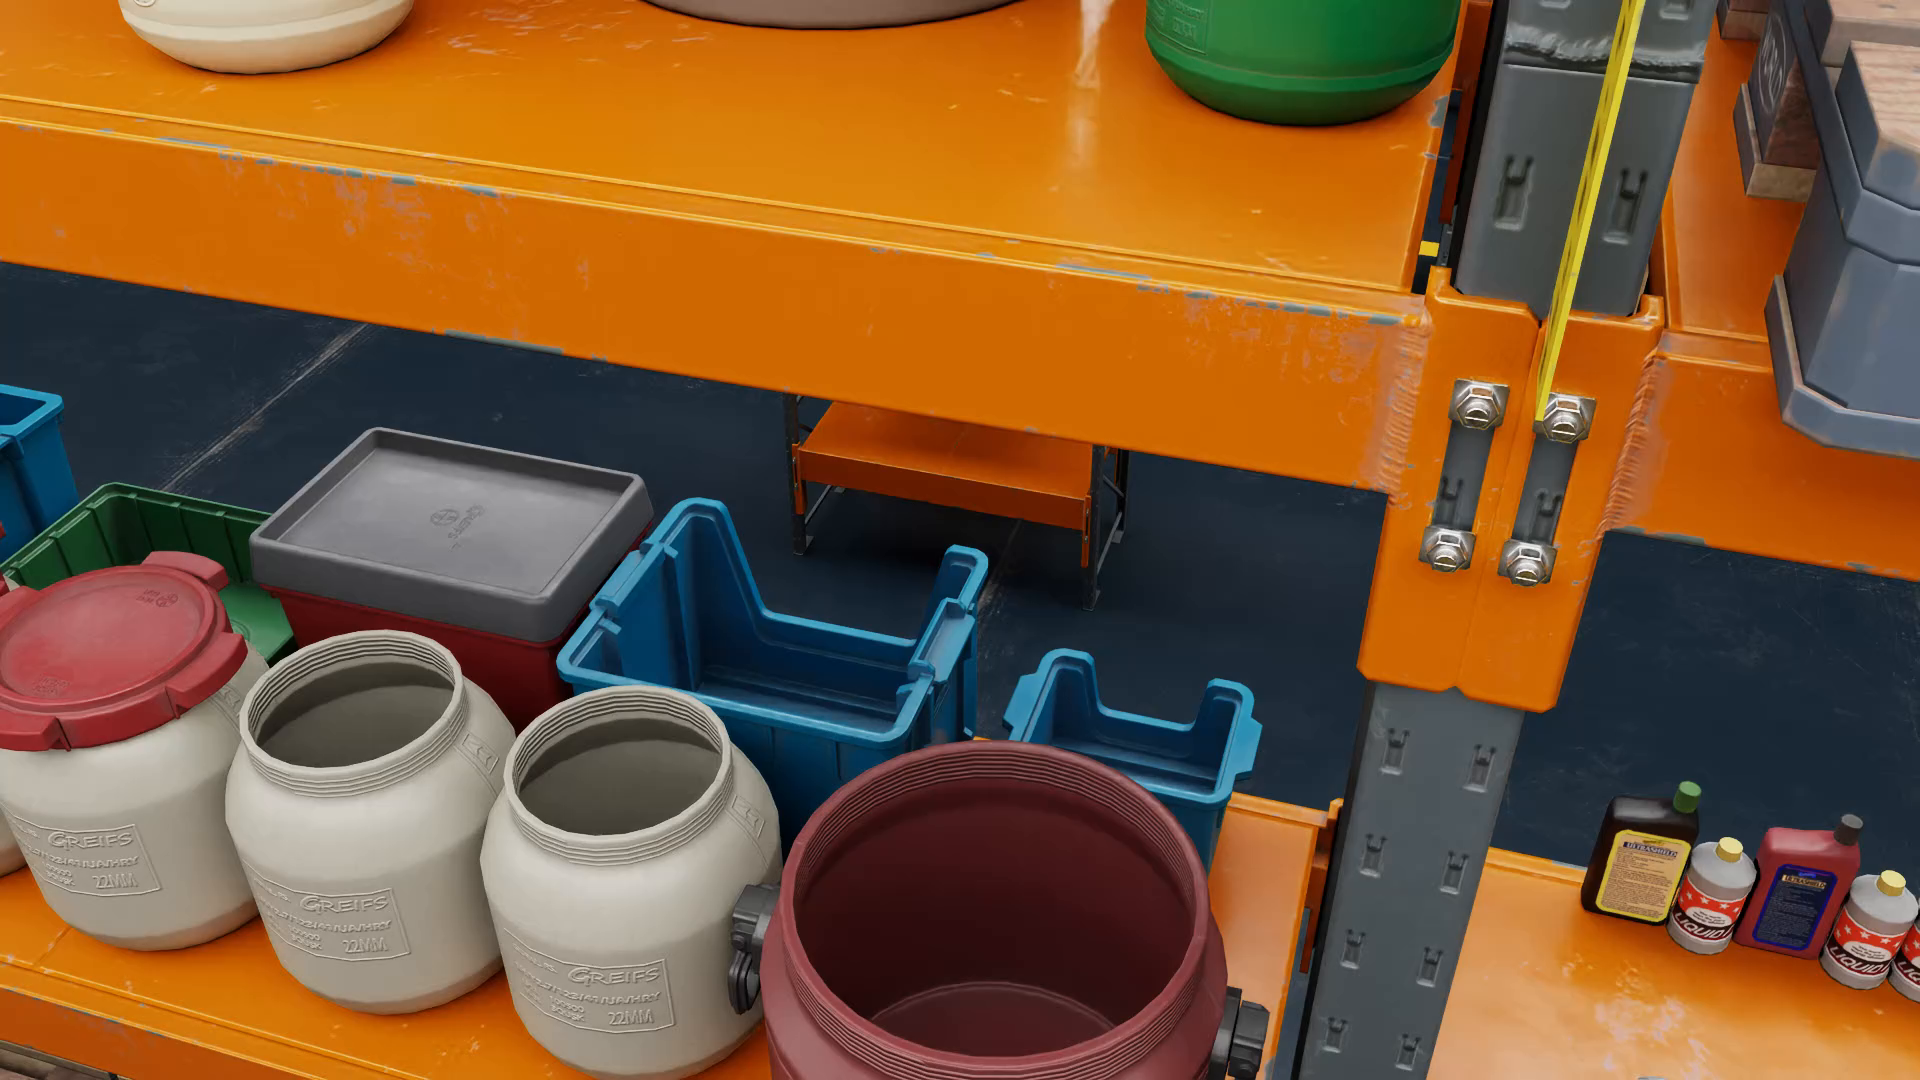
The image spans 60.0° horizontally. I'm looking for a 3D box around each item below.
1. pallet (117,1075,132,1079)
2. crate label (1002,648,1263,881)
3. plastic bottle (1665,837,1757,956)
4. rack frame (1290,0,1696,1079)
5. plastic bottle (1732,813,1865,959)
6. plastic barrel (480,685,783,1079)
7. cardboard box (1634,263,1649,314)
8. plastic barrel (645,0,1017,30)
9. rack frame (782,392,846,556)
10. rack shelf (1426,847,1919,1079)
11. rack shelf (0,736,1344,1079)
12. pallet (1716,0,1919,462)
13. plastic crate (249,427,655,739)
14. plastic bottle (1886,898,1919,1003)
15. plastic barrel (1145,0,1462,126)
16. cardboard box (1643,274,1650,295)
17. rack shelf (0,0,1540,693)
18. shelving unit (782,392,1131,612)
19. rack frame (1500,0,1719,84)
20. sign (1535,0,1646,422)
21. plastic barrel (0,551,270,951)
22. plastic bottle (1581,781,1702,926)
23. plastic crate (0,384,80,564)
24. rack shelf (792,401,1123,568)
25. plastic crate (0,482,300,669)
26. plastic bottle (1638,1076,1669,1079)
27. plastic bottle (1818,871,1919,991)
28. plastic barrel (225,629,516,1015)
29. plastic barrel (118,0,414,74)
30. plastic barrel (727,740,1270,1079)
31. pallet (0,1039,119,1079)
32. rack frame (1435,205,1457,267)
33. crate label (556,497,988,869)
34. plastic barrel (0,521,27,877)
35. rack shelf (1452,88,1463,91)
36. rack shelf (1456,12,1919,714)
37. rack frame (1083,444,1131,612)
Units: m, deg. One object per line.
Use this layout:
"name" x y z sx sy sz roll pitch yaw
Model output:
"pallet" -1.312 1.360 3.724 1.213 0.211 1.003 10 38 14
"crate label" 0.286 0.394 2.826 0.416 0.233 0.303 10 38 14
"plastic bottle" 1.194 0.554 2.635 0.097 0.201 0.097 0 36 0
"rack frame" 0.576 0.613 2.387 0.127 3.000 1.000 10 38 14
"plastic bottle" 1.310 0.531 2.597 0.133 0.283 0.061 10 38 14
"plastic barrel" -0.469 0.507 2.436 0.421 0.512 0.421 0 36 0
"cardboard box" 2.406 -1.117 6.475 0.500 0.500 0.500 12 38 16
"plastic barrel" -0.143 -1.065 1.713 0.600 0.901 0.600 0 36 0
"rack frame" -0.479 -0.542 5.537 0.032 1.125 0.500 10 38 14
"rack shelf" 2.485 1.256 2.120 4.000 0.370 1.077 10 38 14
"rack shelf" -1.333 0.549 3.080 4.000 0.370 1.077 10 38 14
"pallet" 1.277 -0.328 1.295 1.213 0.211 1.003 10 38 14
"plastic crate" -0.875 0.128 2.991 0.583 0.464 0.402 10 38 14
"plastic bottle" 1.507 0.612 2.556 0.097 0.201 0.097 0 36 0
"plastic barrel" 0.325 -0.547 1.564 0.294 0.245 0.294 0 36 0
"cardboard box" 2.907 -1.028 6.354 0.500 0.500 0.500 9 37 12
"rack shelf" -1.333 -0.659 2.191 4.000 0.370 1.077 10 38 14
"shelving unit" 0.006 -0.452 5.415 1.048 1.125 0.538 10 38 14
"rack frame" 0.576 -1.803 0.608 0.127 3.000 1.000 10 38 14
"sign" 0.419 -0.240 1.104 0.005 0.325 0.100 10 38 14
"plastic barrel" -1.281 0.351 2.629 0.433 0.535 0.433 0 36 0
"plastic bottle" 1.090 0.490 2.652 0.133 0.283 0.061 10 38 14
"plastic crate" -2.096 -0.069 3.326 0.575 0.384 0.392 10 38 14
"rack shelf" 0.006 -0.255 5.560 1.000 0.278 0.538 10 38 14
"plastic crate" -1.495 0.139 3.209 0.662 0.188 0.450 10 38 14
"plastic bottle" 0.938 0.836 2.188 0.135 0.276 0.152 10 38 14
"plastic bottle" 1.415 0.595 2.579 0.097 0.201 0.097 0 36 0
"plastic barrel" -0.871 0.433 2.538 0.421 0.512 0.421 0 36 0
"plastic barrel" -0.707 -0.632 1.664 0.301 0.262 0.301 0 36 0
"plastic barrel" 0.043 0.648 2.225 0.708 0.536 0.600 10 38 14
"pallet" -2.481 1.146 4.015 1.213 0.211 1.003 10 38 14
"rack frame" 2.057 -2.189 6.194 0.127 3.000 1.000 10 38 14
"crate label" -0.291 0.270 2.823 0.616 0.435 0.502 10 38 14
"plastic barrel" -1.694 0.274 2.732 0.433 0.535 0.433 0 36 0
"rack shelf" 0.148 -2.253 6.887 4.000 0.370 1.077 10 38 14
"rack shelf" 2.485 0.048 1.230 4.000 0.370 1.077 10 38 14
"rack frame" 0.492 -0.362 5.293 0.032 1.125 0.500 10 38 14
